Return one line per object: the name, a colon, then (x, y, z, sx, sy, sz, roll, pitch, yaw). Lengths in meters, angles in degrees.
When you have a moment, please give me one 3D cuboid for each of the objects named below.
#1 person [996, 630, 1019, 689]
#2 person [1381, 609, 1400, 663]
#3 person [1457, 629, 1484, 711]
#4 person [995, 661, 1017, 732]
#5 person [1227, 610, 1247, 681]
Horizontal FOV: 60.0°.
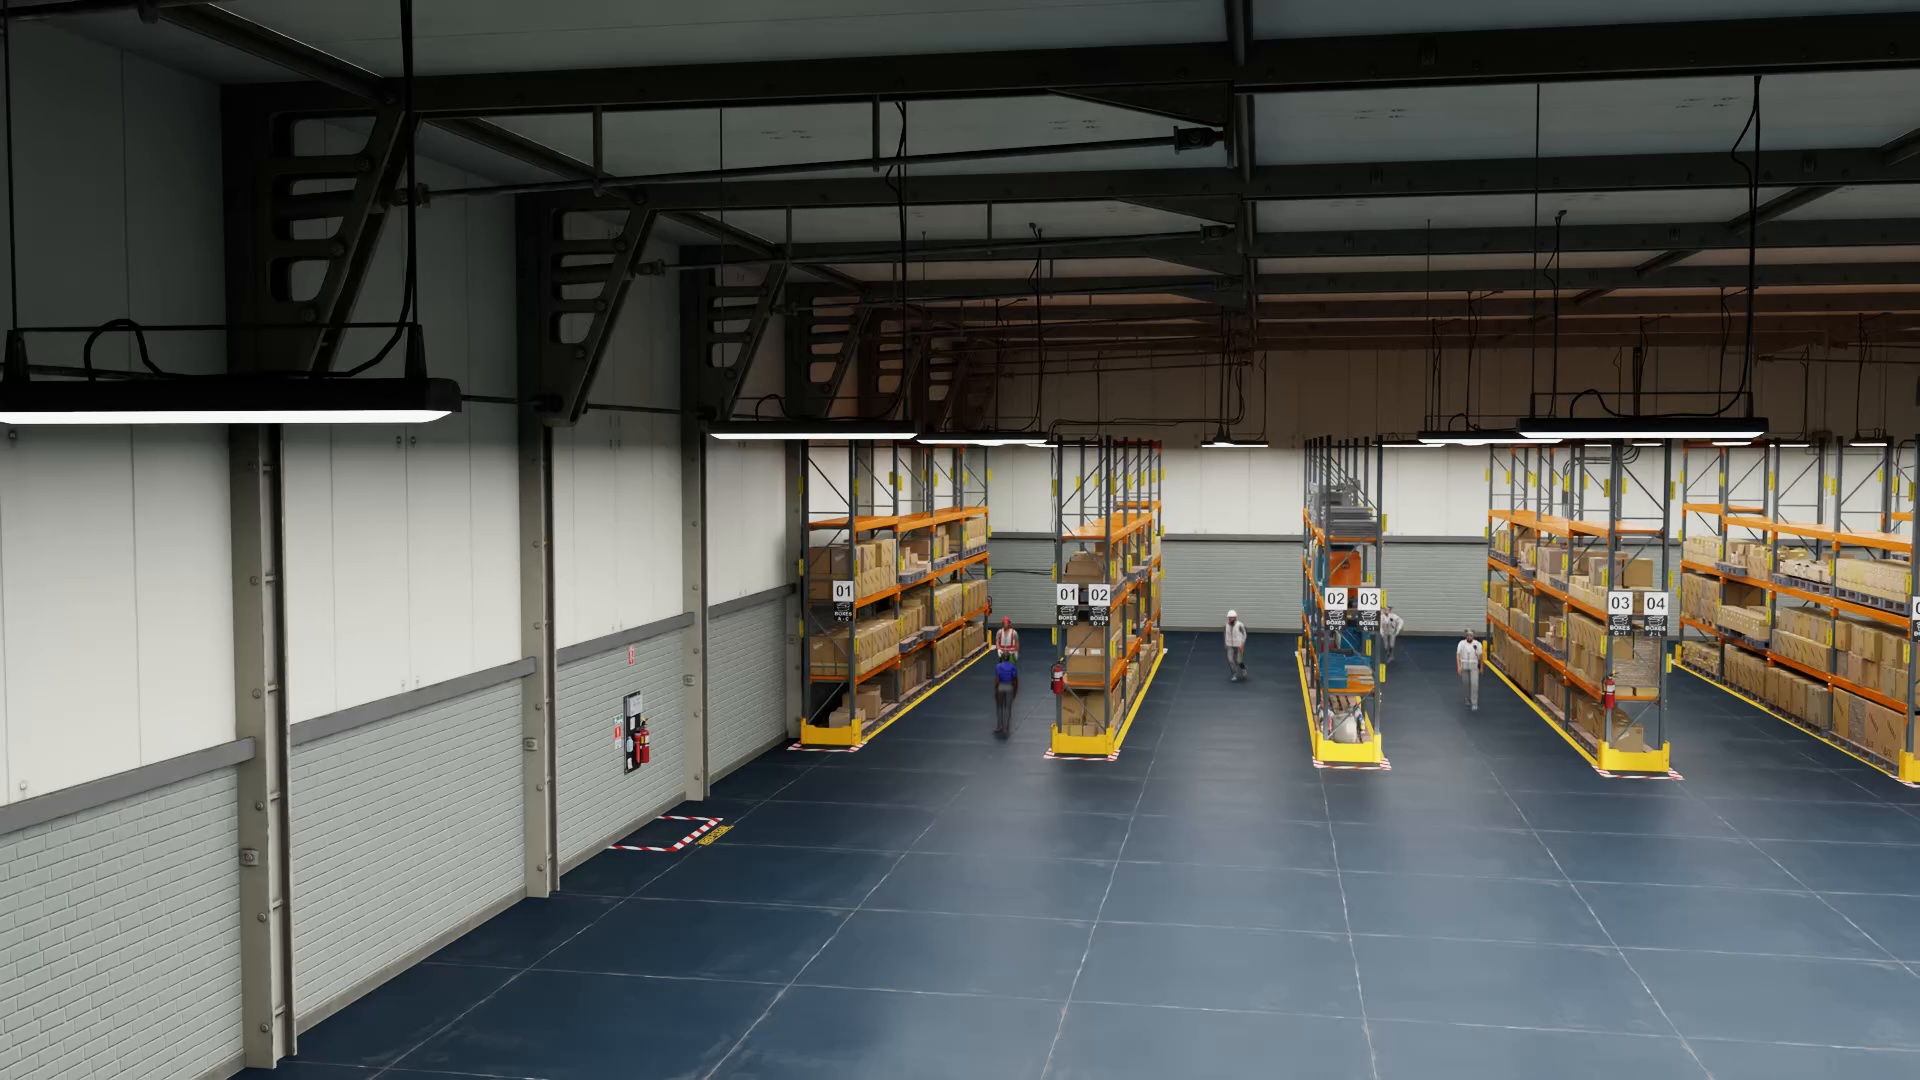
person: (1.162, 2.825, 39.551, 0.623, 1.389, 0.702, 1, 3, 21)
person: (11.544, 2.534, 44.589, 0.510, 1.566, 0.676, 1, 3, 20)
person: (11.321, 2.852, 36.971, 0.562, 1.766, 0.832, 2, 3, 28)
person: (0.929, 3.198, 33.741, 0.459, 1.500, 0.612, 0, 3, 1)
person: (6.894, 2.613, 41.489, 0.424, 1.747, 0.700, 2, 4, 29)
